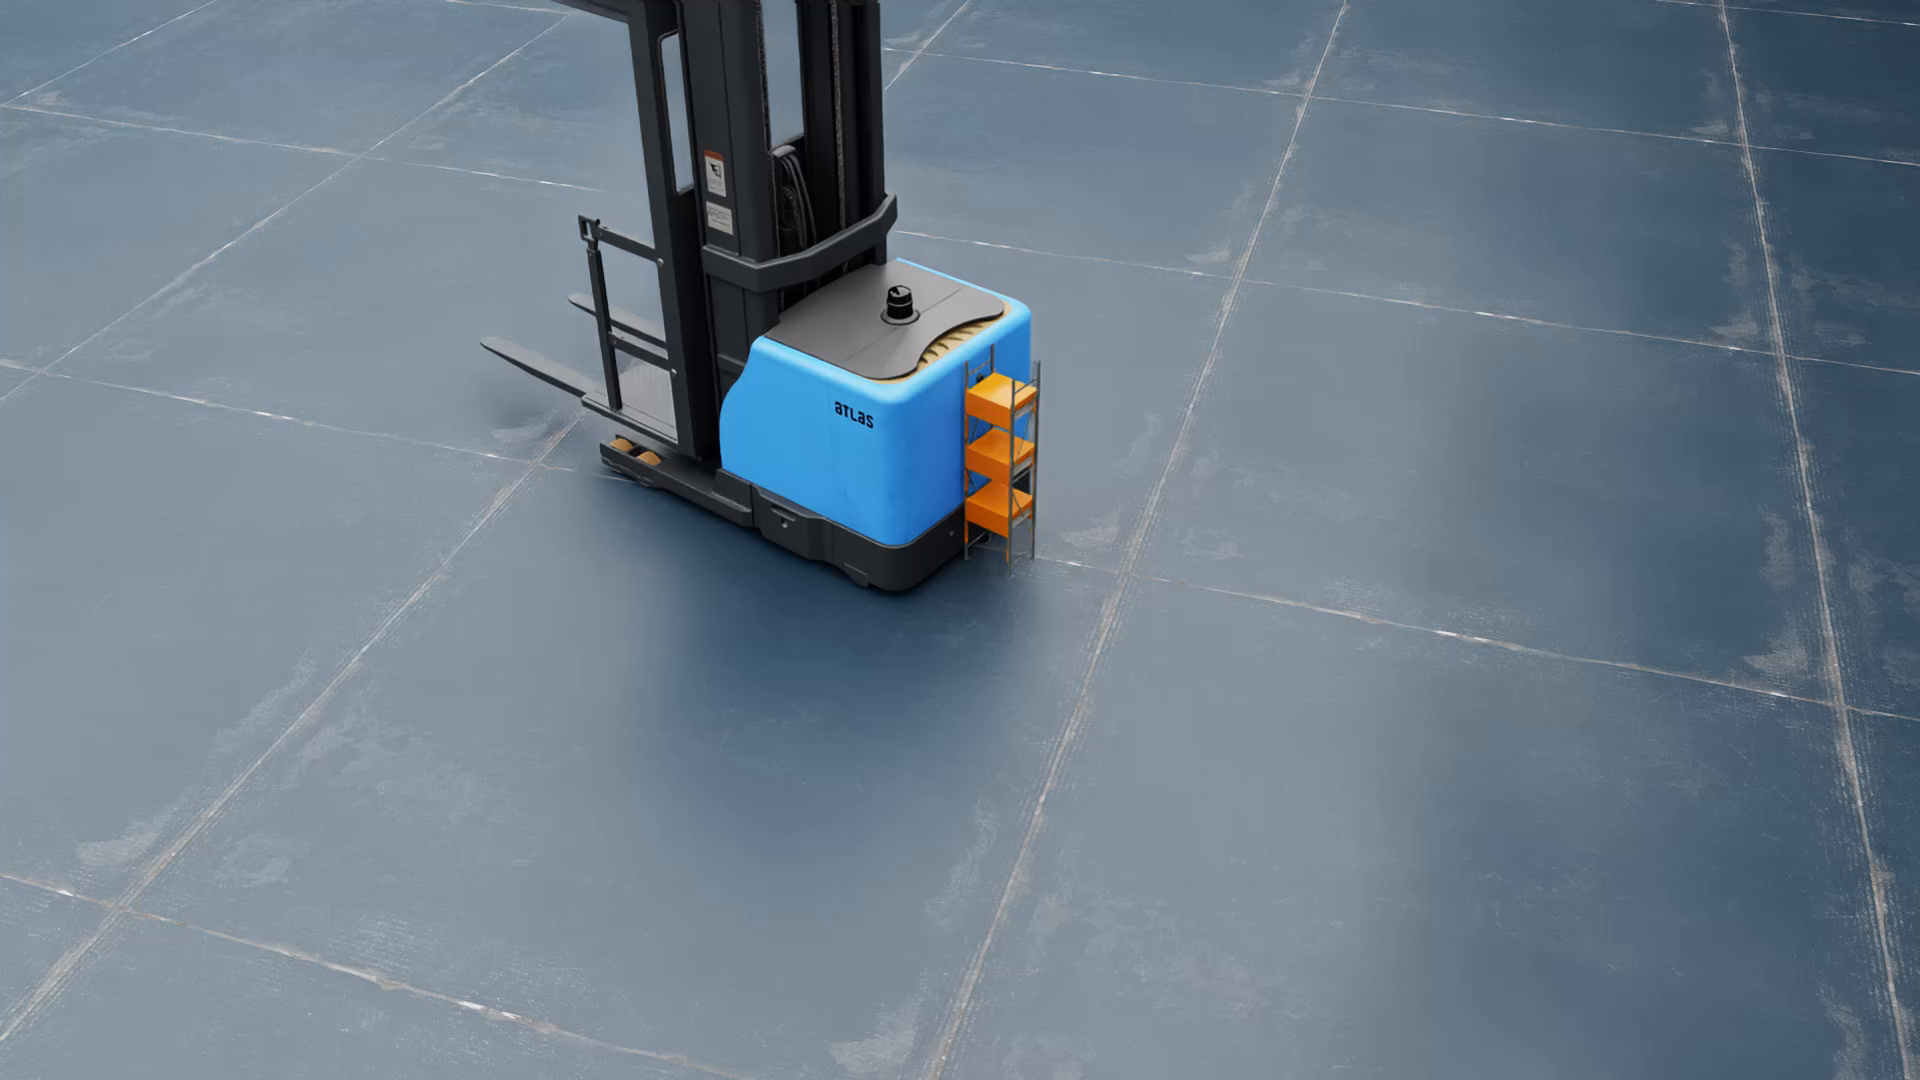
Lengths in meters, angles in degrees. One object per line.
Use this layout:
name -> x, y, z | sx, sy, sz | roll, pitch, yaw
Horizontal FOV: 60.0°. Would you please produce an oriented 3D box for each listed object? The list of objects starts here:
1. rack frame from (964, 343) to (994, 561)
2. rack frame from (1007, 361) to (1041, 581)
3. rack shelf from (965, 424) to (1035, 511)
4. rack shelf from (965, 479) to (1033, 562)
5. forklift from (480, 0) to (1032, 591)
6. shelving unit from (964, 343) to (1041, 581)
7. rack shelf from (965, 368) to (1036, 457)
rack frame -> 0.084, -0.373, 7.371 | 0.008, 1.050, 0.200 | 25, 43, 29
rack frame -> 0.277, -0.285, 7.251 | 0.008, 1.050, 0.200 | 25, 43, 29
rack shelf -> 0.180, -0.320, 7.317 | 0.240, 0.259, 0.215 | 25, 43, 29
rack shelf -> 0.180, -0.097, 7.482 | 0.240, 0.259, 0.215 | 25, 43, 29
forklift -> -1.144, -1.665, 7.539 | 3.031, 2.935, 1.130 | 25, 43, 29
shelving unit -> 0.180, -0.329, 7.311 | 0.252, 1.050, 0.215 | 25, 43, 29
rack shelf -> 0.180, -0.549, 7.149 | 0.240, 0.259, 0.215 | 25, 43, 29
